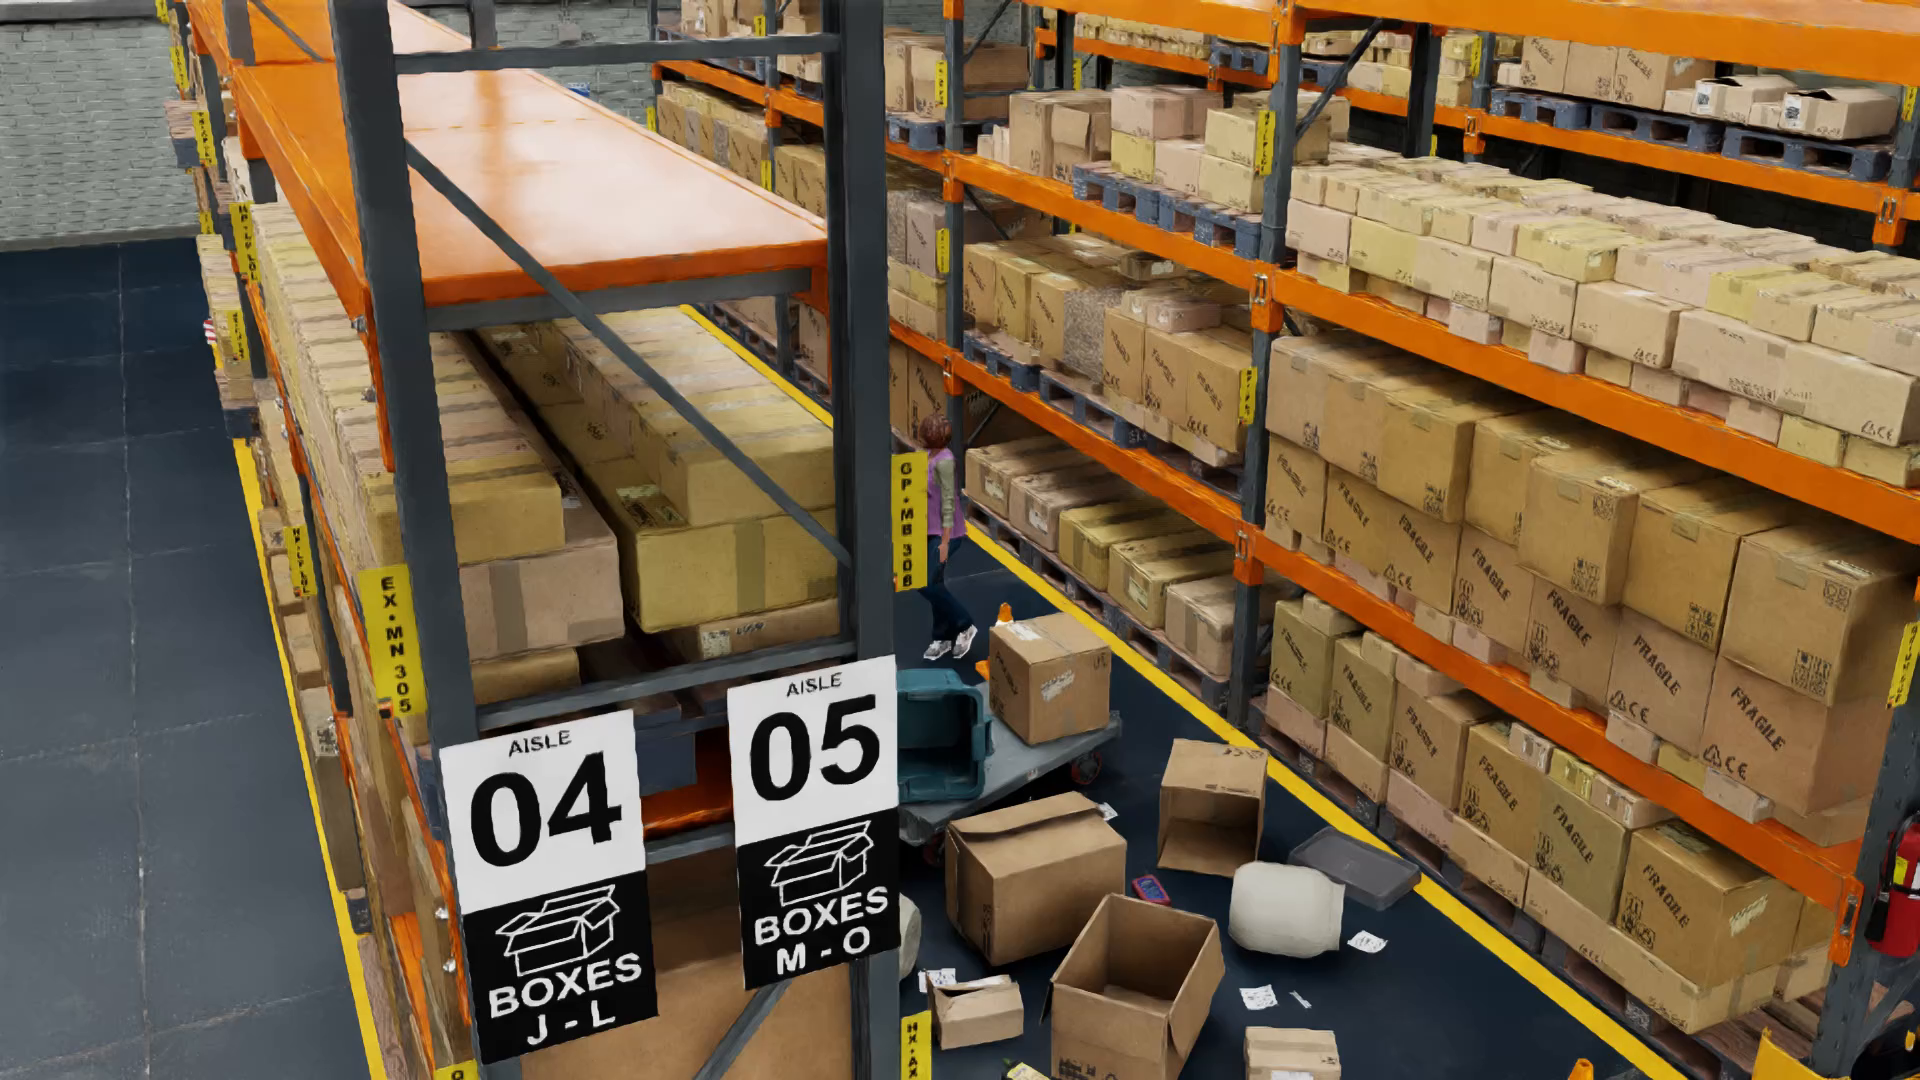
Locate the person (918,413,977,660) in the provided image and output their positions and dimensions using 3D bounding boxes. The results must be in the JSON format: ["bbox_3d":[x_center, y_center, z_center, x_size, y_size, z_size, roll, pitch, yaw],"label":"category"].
[{"bbox_3d":[-0.133,-0.007,10.651,0.386,1.567,0.567,-9,24,-20],"label":"person"}]
